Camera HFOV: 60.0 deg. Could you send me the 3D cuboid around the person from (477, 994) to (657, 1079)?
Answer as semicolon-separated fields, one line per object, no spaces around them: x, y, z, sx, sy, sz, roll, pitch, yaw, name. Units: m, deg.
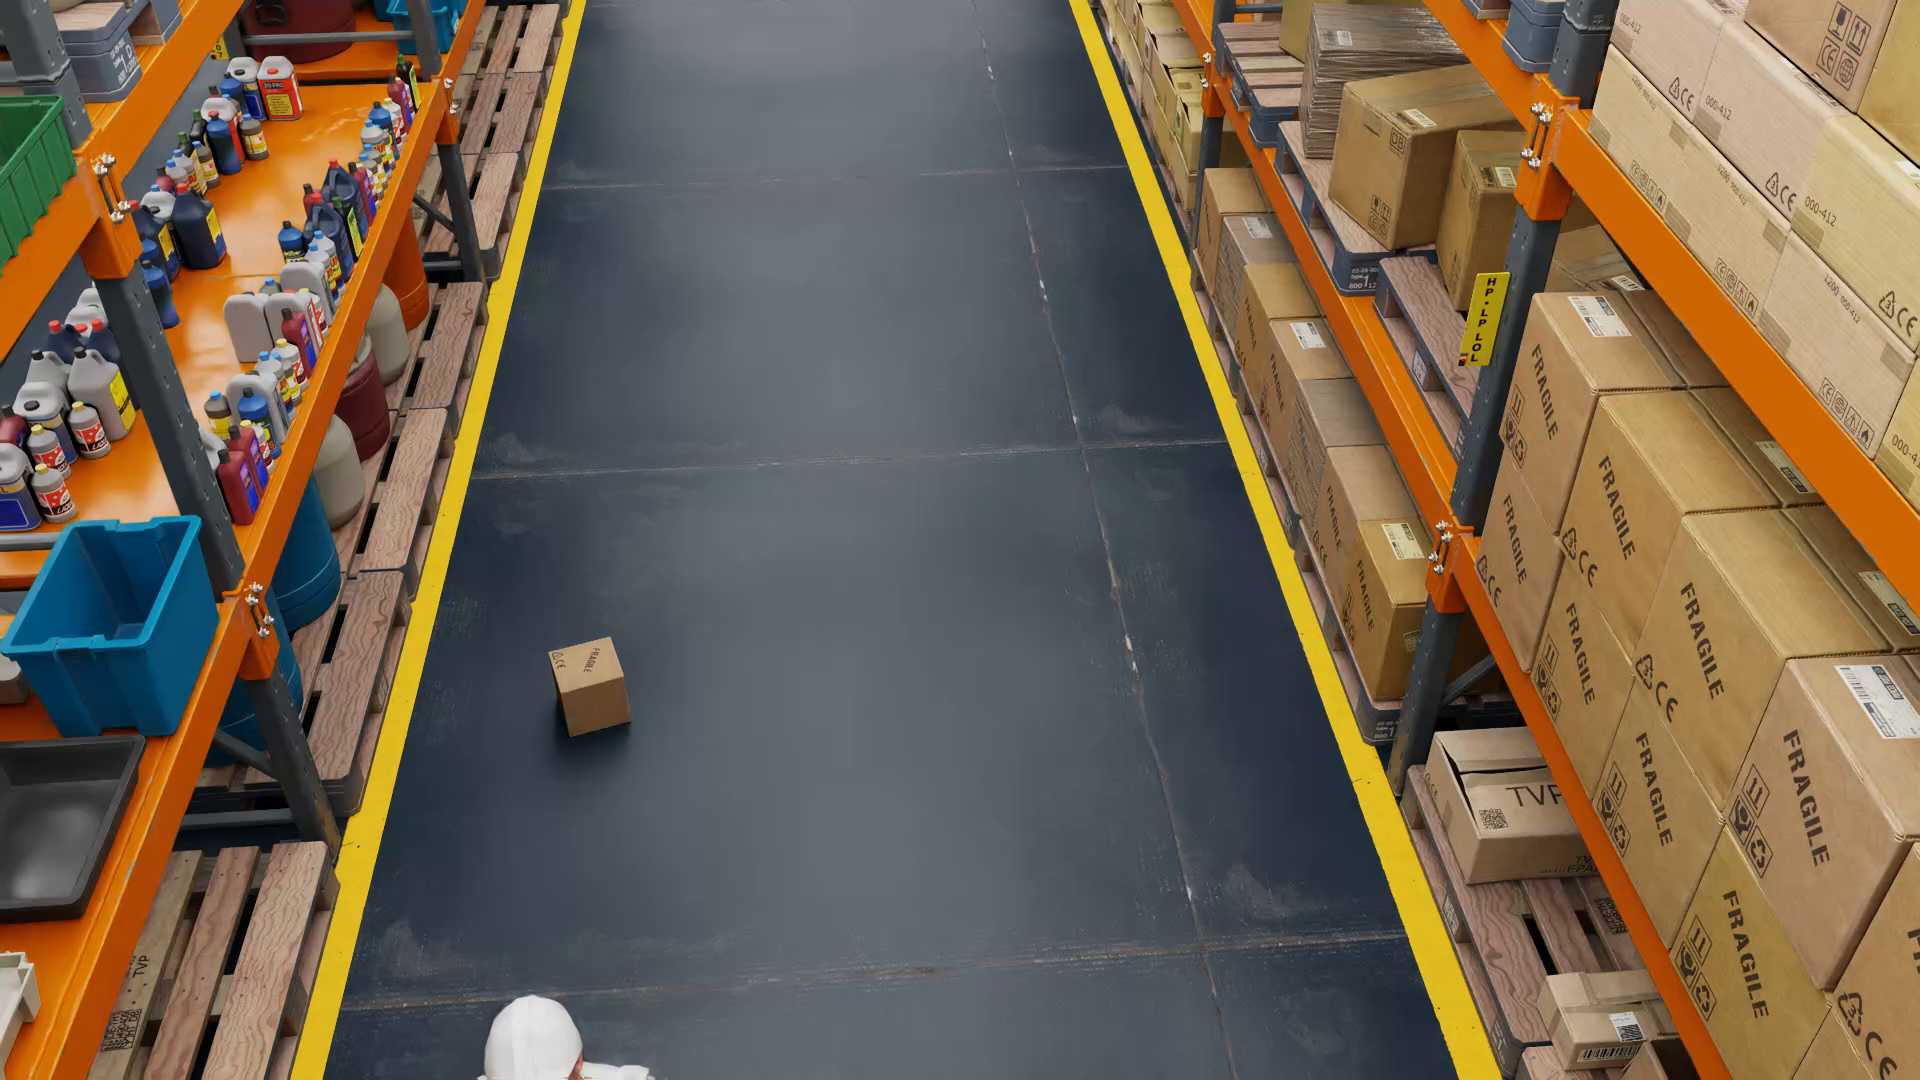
-0.887;1.735;3.939;0.534;1.795;0.448;1;39;1;person
